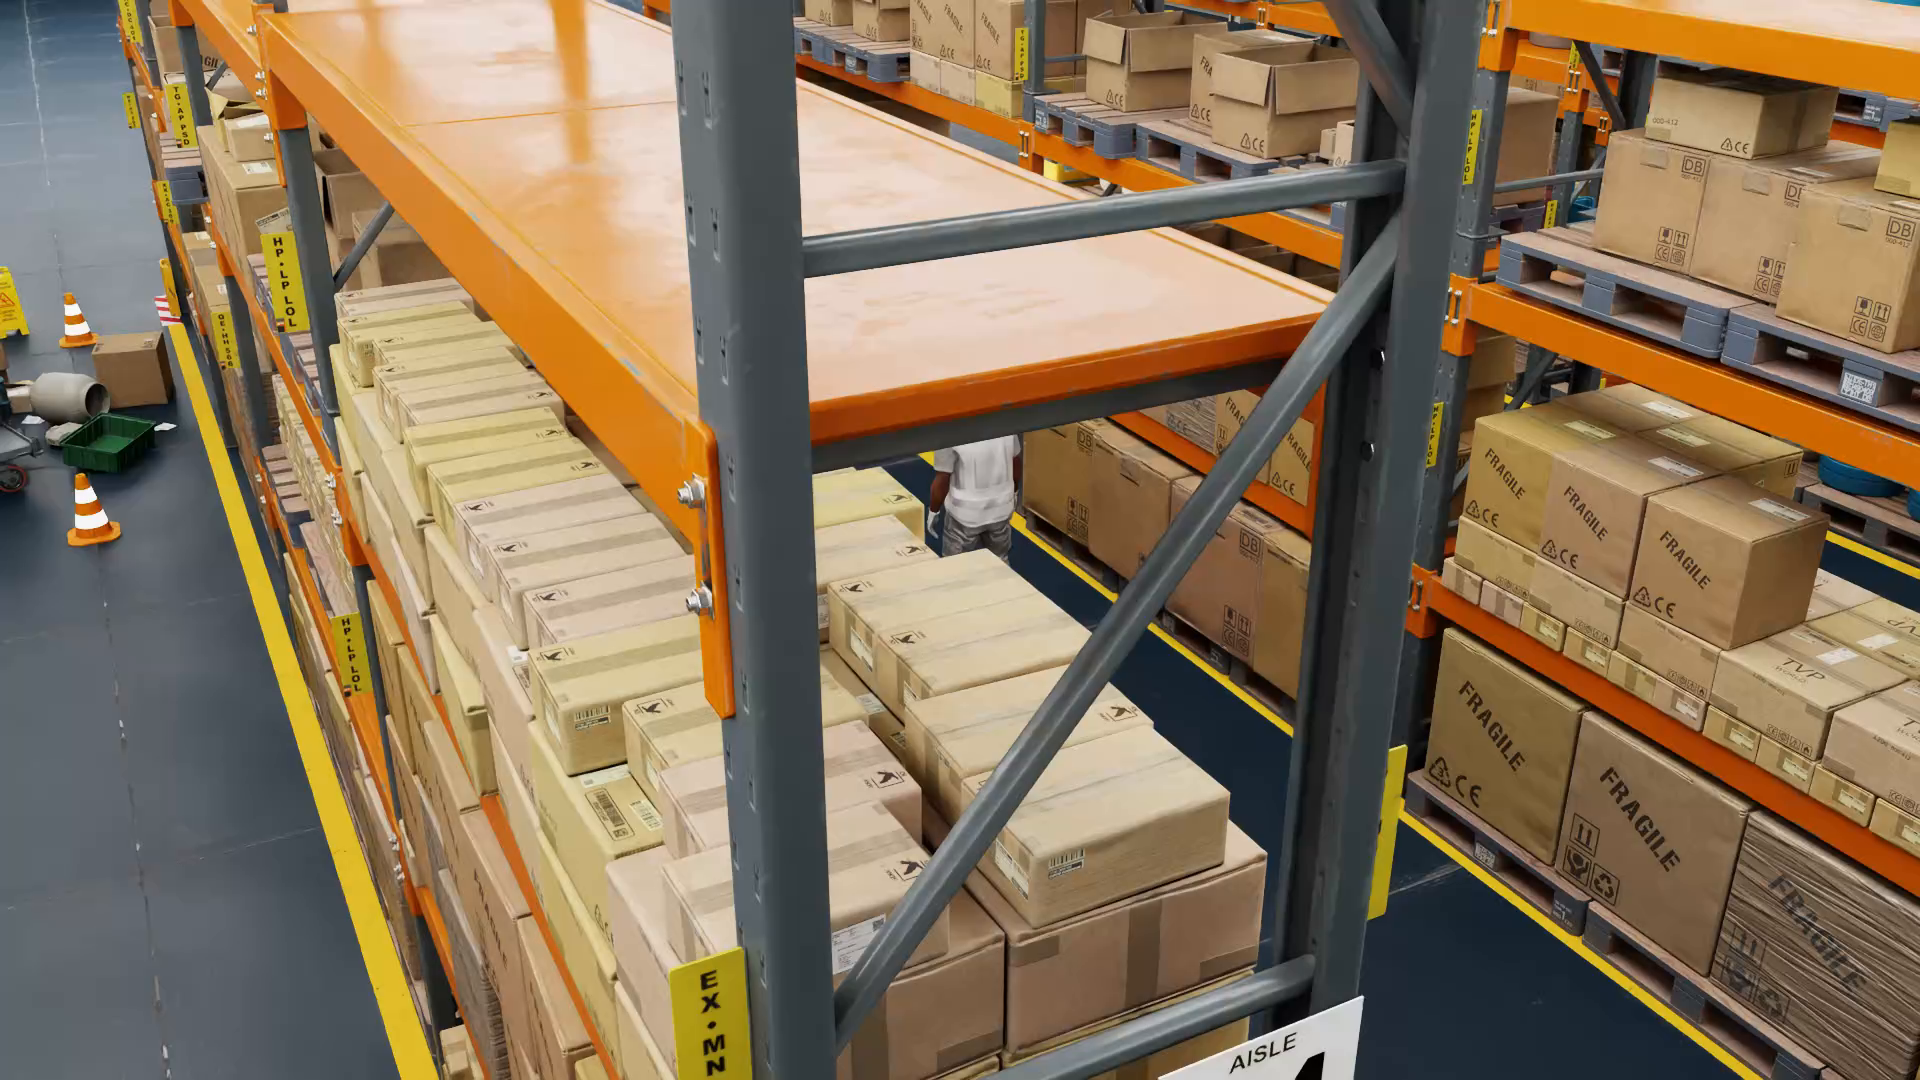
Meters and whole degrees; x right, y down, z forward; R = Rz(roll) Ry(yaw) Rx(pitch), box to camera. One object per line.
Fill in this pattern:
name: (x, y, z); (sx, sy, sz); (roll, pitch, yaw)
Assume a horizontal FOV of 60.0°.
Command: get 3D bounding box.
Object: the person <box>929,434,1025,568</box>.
person: (0.102, -0.202, 10.057); (0.617, 1.774, 0.450); (-12, 28, -24)
